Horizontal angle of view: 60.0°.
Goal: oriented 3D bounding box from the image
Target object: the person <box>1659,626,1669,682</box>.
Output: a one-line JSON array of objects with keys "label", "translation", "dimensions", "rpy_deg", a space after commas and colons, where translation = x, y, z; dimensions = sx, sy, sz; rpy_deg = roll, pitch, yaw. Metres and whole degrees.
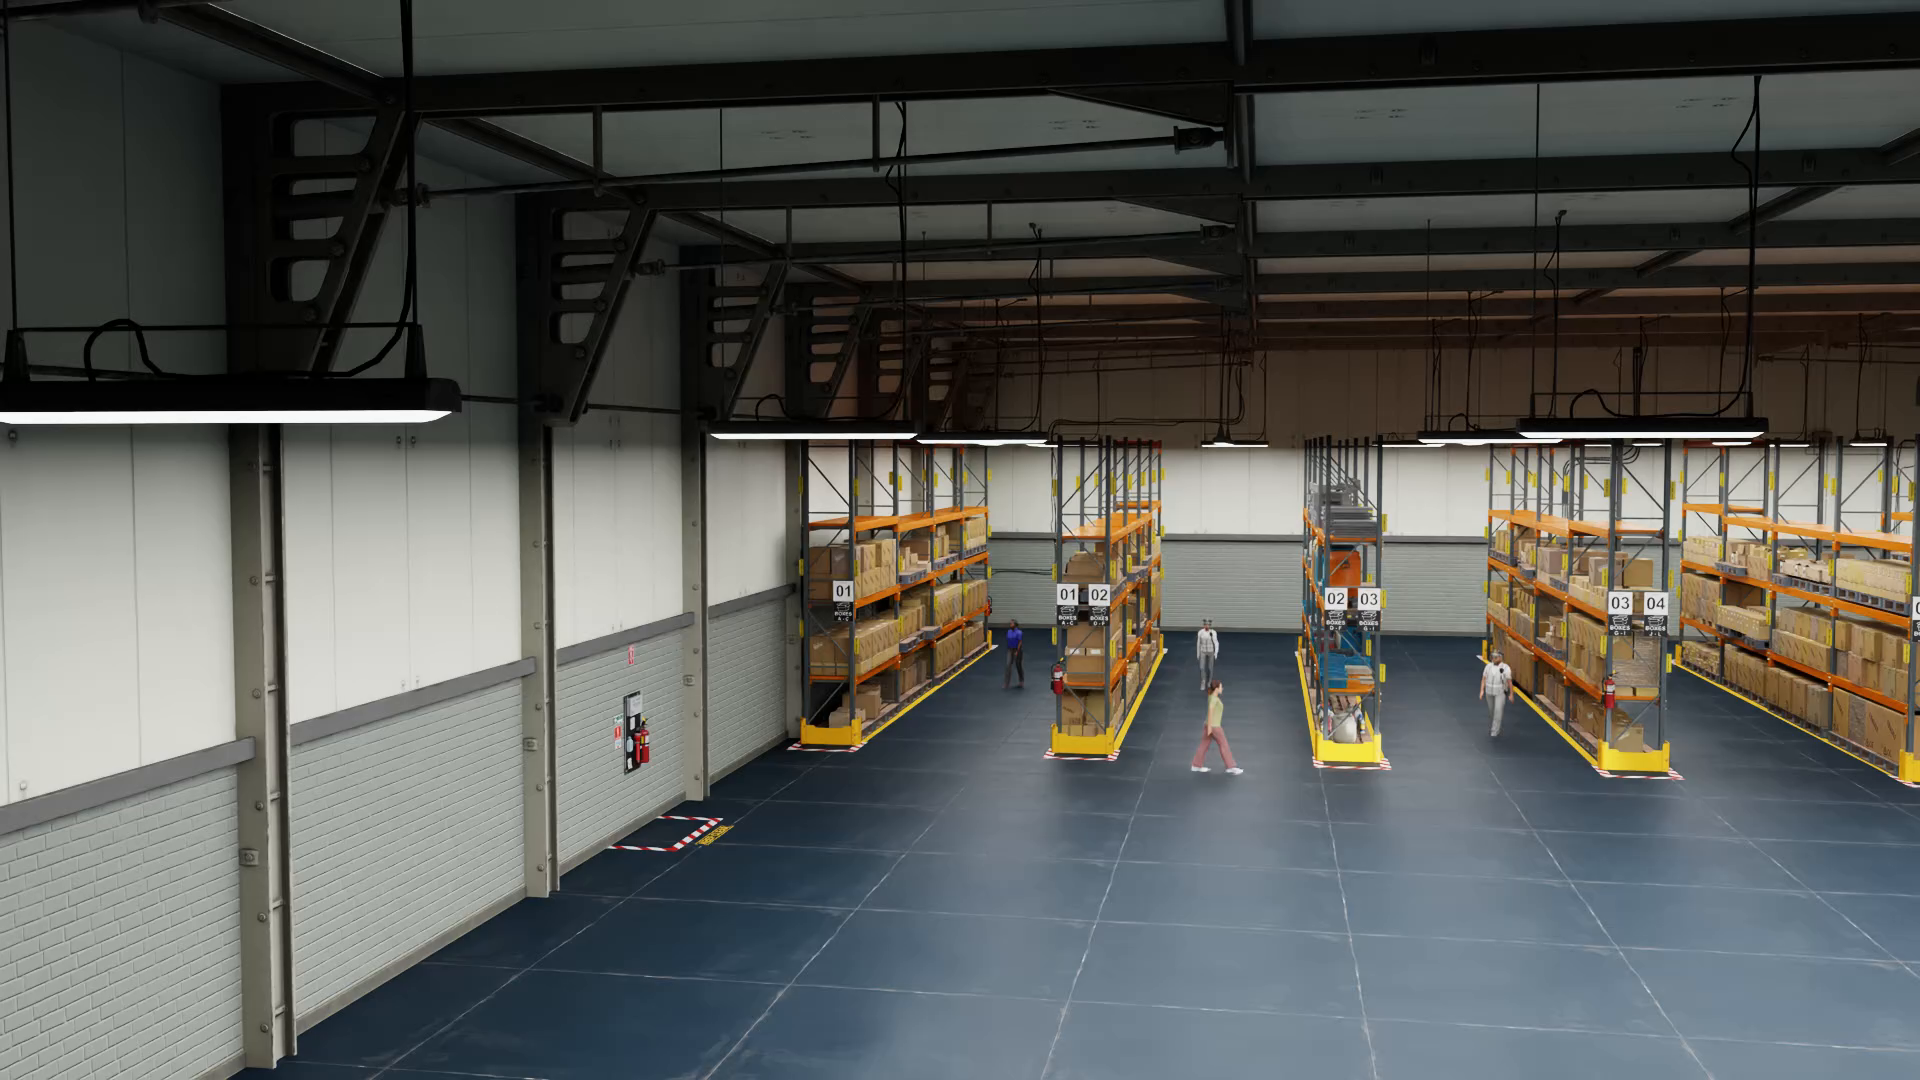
[{"label": "person", "translation": [17.240, 2.605, 41.167], "dimensions": [0.588, 1.721, 0.915], "rpy_deg": [1, 3, 22]}]

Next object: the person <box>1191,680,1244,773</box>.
[{"label": "person", "translation": [4.539, 3.291, 29.439], "dimensions": [0.888, 1.624, 0.500], "rpy_deg": [0, 3, -7]}]

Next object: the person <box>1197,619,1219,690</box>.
[{"label": "person", "translation": [5.939, 2.752, 39.890], "dimensions": [0.528, 1.723, 0.517], "rpy_deg": [1, 3, 13]}]

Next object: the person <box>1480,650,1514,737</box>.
[{"label": "person", "translation": [10.671, 3.052, 33.197], "dimensions": [0.589, 1.708, 0.995], "rpy_deg": [3, 4, 43]}]

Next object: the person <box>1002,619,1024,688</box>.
[{"label": "person", "translation": [1.275, 2.740, 40.042], "dimensions": [0.465, 1.593, 0.860], "rpy_deg": [2, 4, 29]}]
